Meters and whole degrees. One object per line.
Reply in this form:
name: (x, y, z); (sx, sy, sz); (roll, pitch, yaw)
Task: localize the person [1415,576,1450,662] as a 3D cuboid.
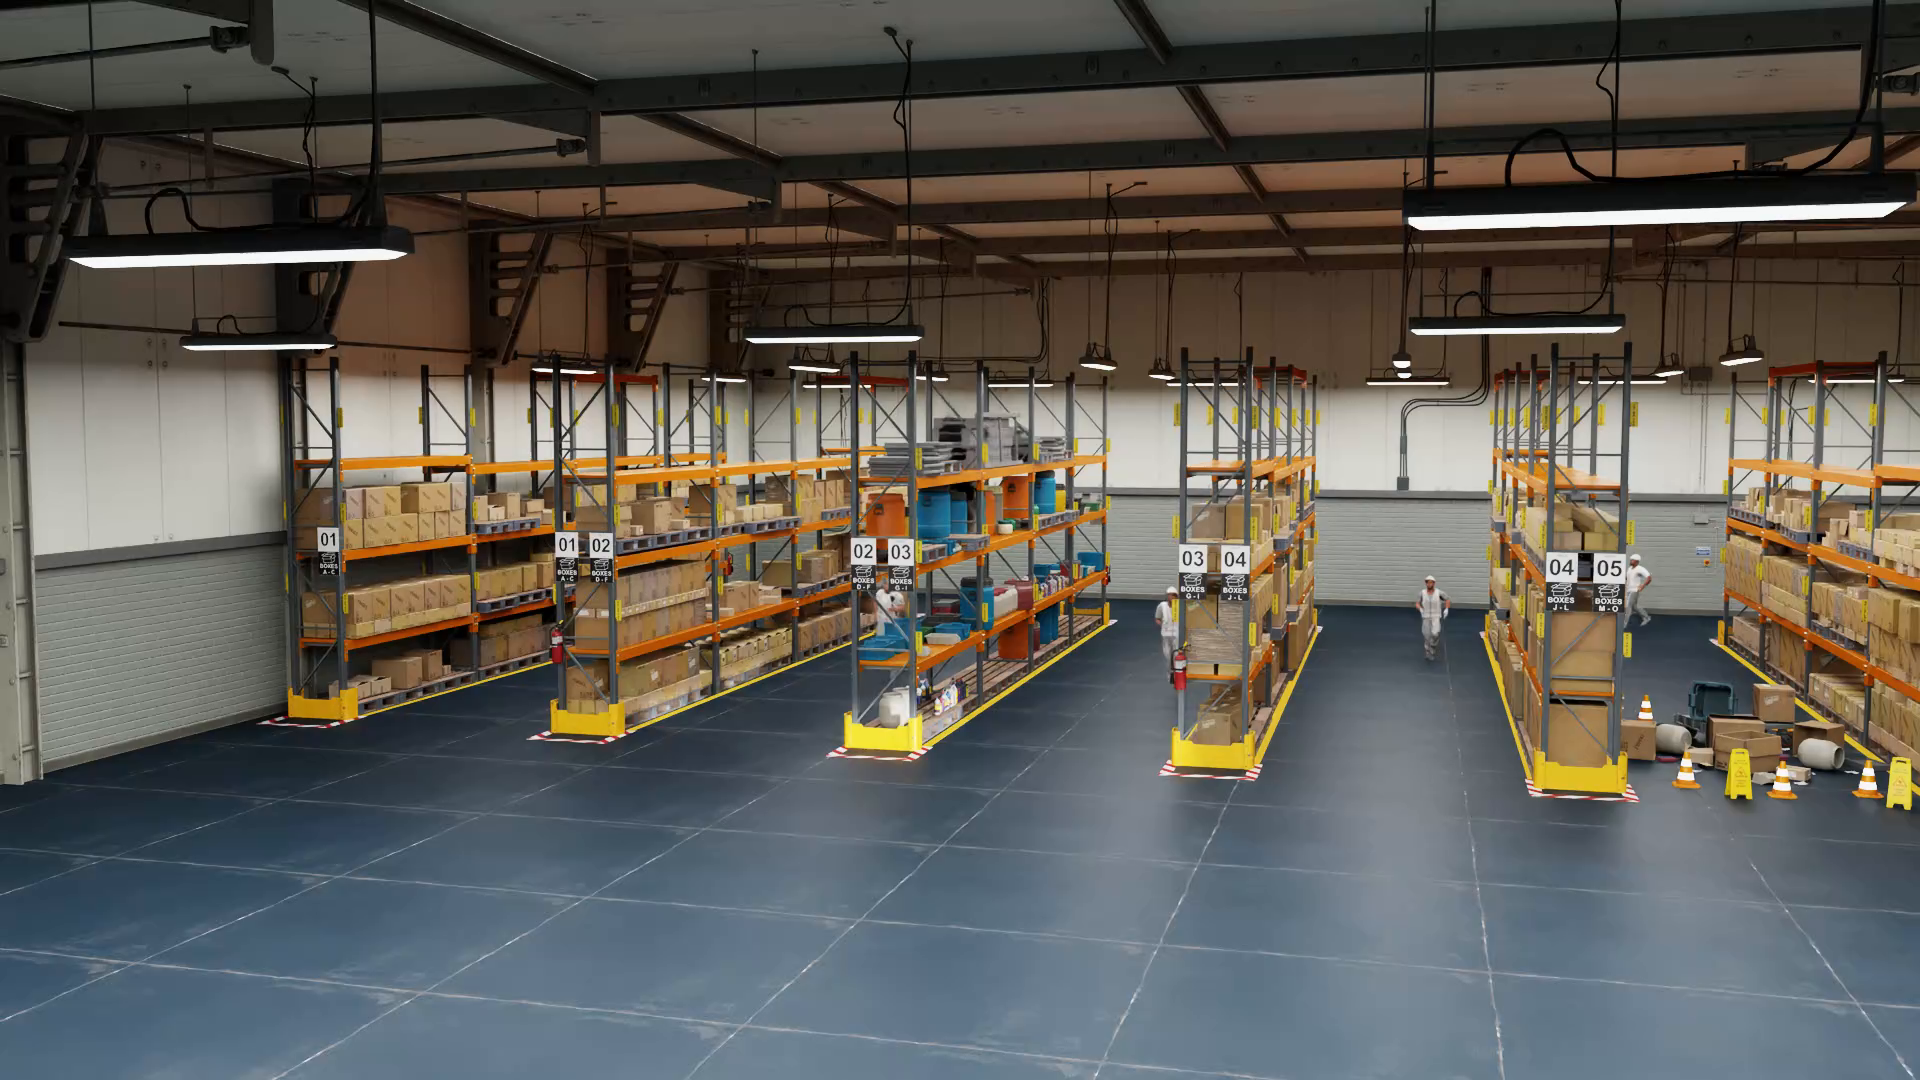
person: (9.674, 1.616, 34.122); (0.667, 1.756, 0.681); (2, 5, 23)

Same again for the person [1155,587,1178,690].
person: (3.771, 1.736, 29.369); (0.662, 1.835, 0.785); (1, 4, 11)

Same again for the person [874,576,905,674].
person: (-1.360, 1.599, 31.511); (0.646, 1.861, 0.760); (1, 4, 9)

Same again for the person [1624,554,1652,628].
person: (15.880, 1.209, 39.224); (0.984, 1.752, 0.706); (0, 4, -3)
